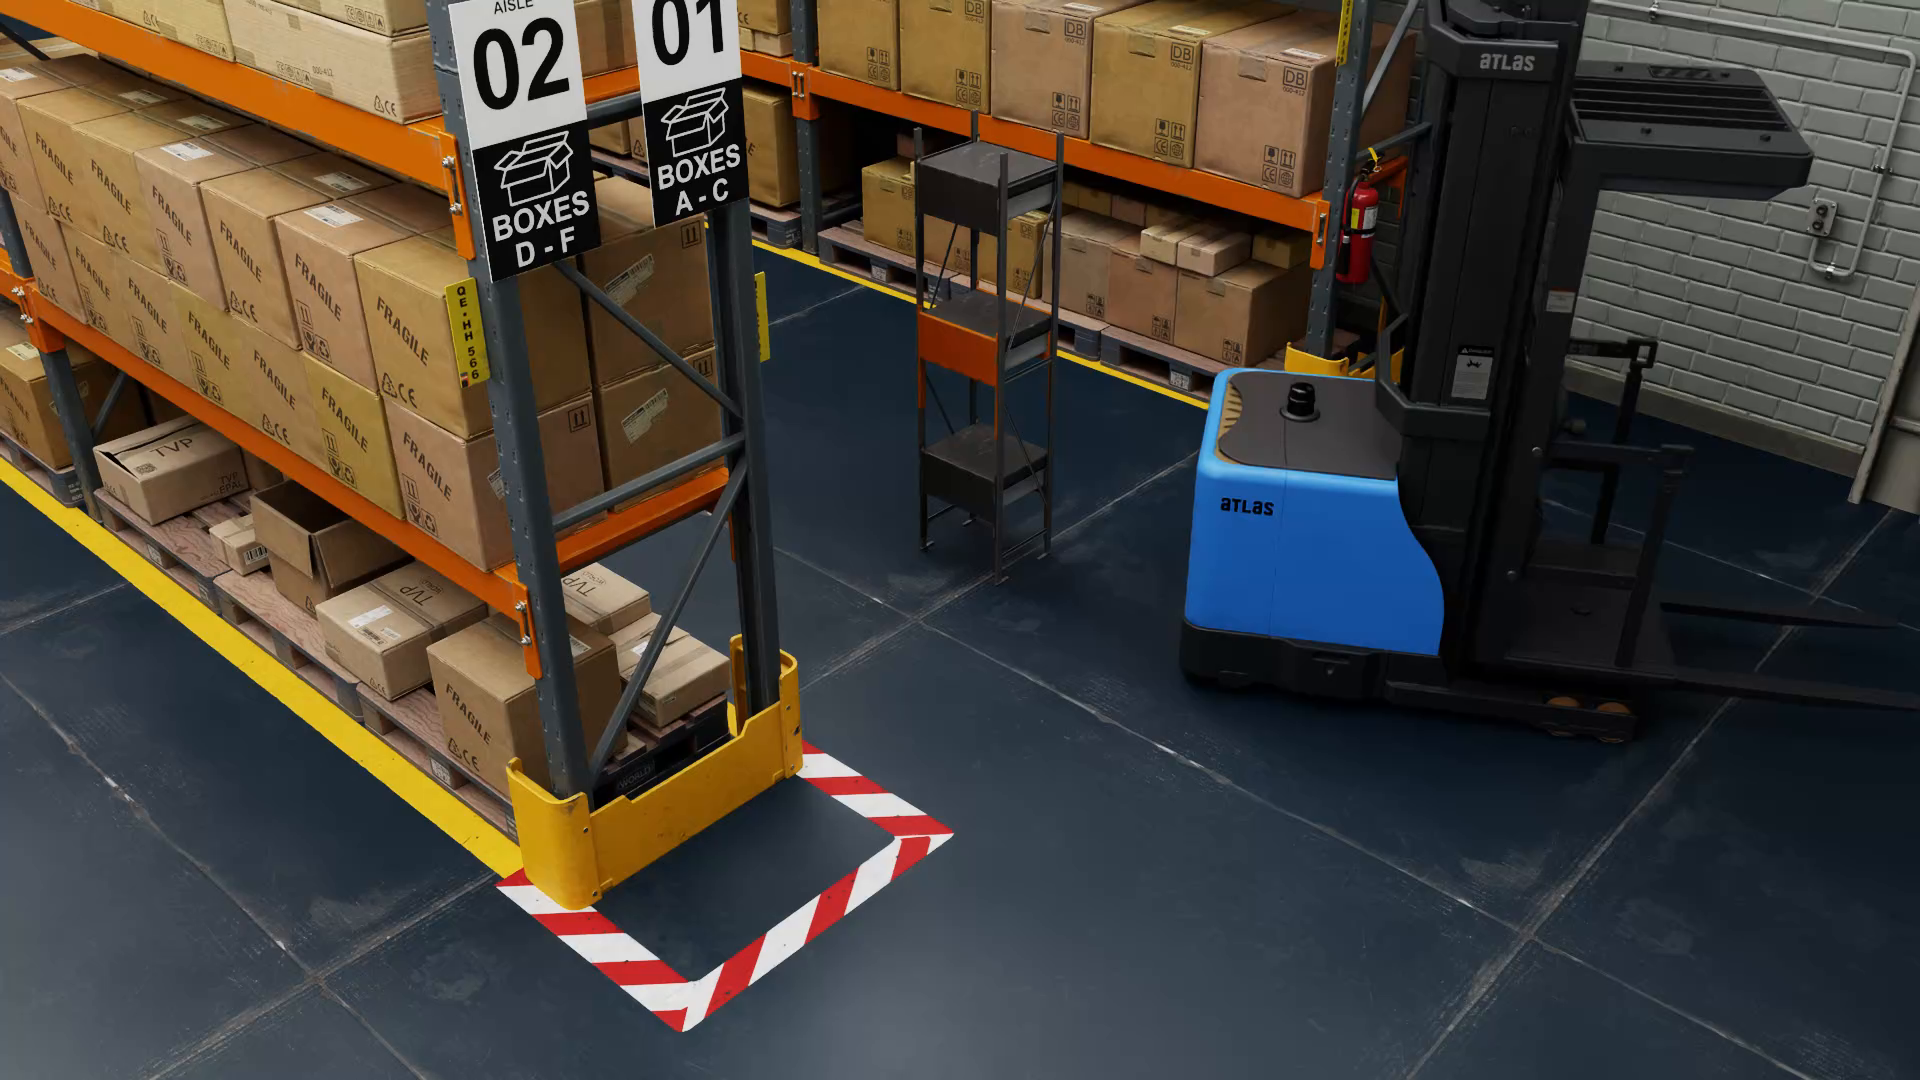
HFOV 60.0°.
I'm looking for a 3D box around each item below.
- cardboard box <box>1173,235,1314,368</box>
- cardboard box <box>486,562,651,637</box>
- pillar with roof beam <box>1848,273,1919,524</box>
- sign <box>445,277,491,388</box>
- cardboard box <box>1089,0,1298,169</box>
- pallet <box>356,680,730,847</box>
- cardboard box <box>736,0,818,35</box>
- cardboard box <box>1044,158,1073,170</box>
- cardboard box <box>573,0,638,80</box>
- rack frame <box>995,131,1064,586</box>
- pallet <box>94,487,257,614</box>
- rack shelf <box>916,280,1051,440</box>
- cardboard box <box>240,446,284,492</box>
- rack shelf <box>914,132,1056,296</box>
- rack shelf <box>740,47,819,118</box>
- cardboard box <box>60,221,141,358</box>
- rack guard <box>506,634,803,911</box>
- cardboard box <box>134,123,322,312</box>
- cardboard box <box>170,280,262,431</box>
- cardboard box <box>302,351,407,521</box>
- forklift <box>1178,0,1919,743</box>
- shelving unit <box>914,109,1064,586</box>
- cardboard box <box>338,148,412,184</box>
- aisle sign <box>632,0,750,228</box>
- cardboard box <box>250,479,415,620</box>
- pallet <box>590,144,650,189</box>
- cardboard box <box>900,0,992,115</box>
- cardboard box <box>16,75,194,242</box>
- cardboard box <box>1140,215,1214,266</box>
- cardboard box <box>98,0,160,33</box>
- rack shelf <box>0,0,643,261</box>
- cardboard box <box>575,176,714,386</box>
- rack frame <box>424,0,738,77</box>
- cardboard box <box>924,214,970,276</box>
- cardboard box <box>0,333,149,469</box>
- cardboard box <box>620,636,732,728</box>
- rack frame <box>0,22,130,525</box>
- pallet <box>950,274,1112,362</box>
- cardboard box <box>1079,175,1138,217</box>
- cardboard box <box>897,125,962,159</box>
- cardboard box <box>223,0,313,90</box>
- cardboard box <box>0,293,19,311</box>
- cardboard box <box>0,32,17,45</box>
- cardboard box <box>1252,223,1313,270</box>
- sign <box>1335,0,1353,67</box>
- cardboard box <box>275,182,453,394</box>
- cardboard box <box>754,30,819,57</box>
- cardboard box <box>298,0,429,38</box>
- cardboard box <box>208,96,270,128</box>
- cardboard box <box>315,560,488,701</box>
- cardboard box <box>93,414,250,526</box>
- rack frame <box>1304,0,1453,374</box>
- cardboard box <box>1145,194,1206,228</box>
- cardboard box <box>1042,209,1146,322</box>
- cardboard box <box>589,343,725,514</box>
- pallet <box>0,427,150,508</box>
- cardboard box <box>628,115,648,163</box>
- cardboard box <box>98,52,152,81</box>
[{"bbox_3d":[1.664,-1.395,9.675,0.500,0.500,0.700,25,39,35],"label":"cardboard box"},{"bbox_3d":[-1.655,0.334,7.027,0.500,0.250,0.500,25,39,35],"label":"cardboard box"},{"bbox_3d":[1.944,-2.402,3.515,0.400,9.000,9.100,25,39,35],"label":"pillar with roof beam"},{"bbox_3d":[-1.458,-0.612,4.929,0.005,0.325,0.100,25,39,35],"label":"sign"},{"bbox_3d":[1.318,-2.630,9.420,0.700,0.700,0.980,25,39,35],"label":"cardboard box"},{"bbox_3d":[-1.719,0.707,6.871,1.213,0.211,1.003,25,39,35],"label":"pallet"},{"bbox_3d":[-1.227,-3.708,11.097,0.500,0.500,0.500,24,39,34],"label":"cardboard box"},{"bbox_3d":[0.570,-2.321,10.584,0.250,0.149,0.380,25,39,36],"label":"cardboard box"},{"bbox_3d":[-1.281,-1.682,5.372,0.500,0.250,0.500,25,39,35],"label":"cardboard box"},{"bbox_3d":[0.304,-0.758,7.473,0.015,2.100,0.400,25,39,35],"label":"rack frame"},{"bbox_3d":[-3.528,-0.138,8.274,1.213,0.211,1.003,25,39,35],"label":"pallet"},{"bbox_3d":[0.123,-0.831,7.620,0.480,0.518,0.431,25,39,35],"label":"rack shelf"},{"bbox_3d":[-3.424,-0.599,8.334,0.500,0.500,0.500,25,39,35],"label":"cardboard box"},{"bbox_3d":[0.123,-1.430,7.259,0.480,0.518,0.431,25,39,35],"label":"rack shelf"},{"bbox_3d":[-2.198,-3.850,12.434,4.000,0.370,1.077,25,39,35],"label":"rack shelf"},{"bbox_3d":[-3.460,-1.157,7.166,0.500,0.500,0.500,26,40,36],"label":"cardboard box"},{"bbox_3d":[-1.127,0.859,6.339,0.348,0.500,1.175,25,39,35],"label":"rack guard"},{"bbox_3d":[-2.729,-1.236,6.328,0.500,0.500,0.500,26,40,36],"label":"cardboard box"},{"bbox_3d":[-2.713,-0.807,6.586,0.500,0.500,0.500,24,39,34],"label":"cardboard box"},{"bbox_3d":[-1.973,-0.458,6.005,0.500,0.500,0.500,25,39,35],"label":"cardboard box"},{"bbox_3d":[2.520,-0.718,6.602,3.031,2.935,1.130,6,32,11],"label":"forklift"},{"bbox_3d":[0.123,-0.842,7.613,0.503,2.100,0.431,25,39,35],"label":"shelving unit"},{"bbox_3d":[-1.983,-1.265,6.376,0.500,0.500,0.500,26,39,36],"label":"cardboard box"},{"bbox_3d":[-0.823,-1.388,5.127,0.004,0.787,0.394,25,39,35],"label":"aisle sign"},{"bbox_3d":[-2.640,-0.041,7.404,0.637,0.503,0.797,25,39,35],"label":"cardboard box"},{"bbox_3d":[-2.247,-2.932,12.915,1.213,0.211,1.003,25,39,35],"label":"pallet"},{"bbox_3d":[0.213,-3.146,10.276,0.700,0.700,0.980,24,38,34],"label":"cardboard box"},{"bbox_3d":[-3.493,-1.592,6.921,0.500,0.500,0.500,24,38,34],"label":"cardboard box"},{"bbox_3d":[1.257,-1.735,9.612,0.250,0.149,0.380,26,40,36],"label":"cardboard box"},{"bbox_3d":[-2.732,-2.008,5.915,0.500,0.250,0.500,25,39,35],"label":"cardboard box"},{"bbox_3d":[-2.554,-1.855,6.212,4.000,0.370,1.077,25,39,35],"label":"rack shelf"},{"bbox_3d":[-1.223,-0.912,5.790,0.500,0.500,0.500,26,40,36],"label":"cardboard box"},{"bbox_3d":[-1.071,-2.756,4.103,0.127,3.000,1.000,25,39,35],"label":"rack frame"},{"bbox_3d":[0.140,-2.102,10.849,0.500,0.500,0.700,25,39,35],"label":"cardboard box"},{"bbox_3d":[-4.595,-0.749,8.583,0.500,0.500,0.500,25,39,35],"label":"cardboard box"},{"bbox_3d":[-1.151,0.571,6.731,0.250,0.149,0.380,25,39,35],"label":"cardboard box"},{"bbox_3d":[-4.037,-1.570,7.950,0.127,3.000,1.000,25,39,35],"label":"rack frame"},{"bbox_3d":[0.705,-1.556,10.630,1.213,0.211,1.003,25,39,35],"label":"pallet"},{"bbox_3d":[0.950,-2.144,10.290,0.250,0.149,0.380,25,39,36],"label":"cardboard box"},{"bbox_3d":[-0.204,-2.681,11.182,0.250,0.149,0.380,25,39,35],"label":"cardboard box"},{"bbox_3d":[-1.992,-1.661,5.338,0.500,0.250,0.500,25,39,35],"label":"cardboard box"},{"bbox_3d":[-5.327,-1.097,9.161,0.500,0.500,0.500,26,39,36],"label":"cardboard box"},{"bbox_3d":[-5.388,-2.381,8.793,0.500,0.500,0.700,15,34,23],"label":"cardboard box"},{"bbox_3d":[1.891,-1.706,9.563,0.250,0.149,0.380,25,39,35],"label":"cardboard box"},{"bbox_3d":[1.876,-2.476,8.103,0.005,0.325,0.100,25,39,35],"label":"sign"},{"bbox_3d":[-1.961,-0.881,5.738,0.500,0.500,0.500,26,40,36],"label":"cardboard box"},{"bbox_3d":[-1.156,-3.376,11.173,0.250,0.149,0.380,25,39,36],"label":"cardboard box"},{"bbox_3d":[-1.623,-1.701,4.920,0.500,0.250,0.500,25,39,35],"label":"cardboard box"},{"bbox_3d":[-2.733,-1.615,6.958,0.500,0.500,0.500,25,39,35],"label":"cardboard box"},{"bbox_3d":[-2.324,0.369,6.968,0.500,0.250,0.500,25,39,35],"label":"cardboard box"},{"bbox_3d":[-3.871,-0.379,8.151,0.500,0.311,0.500,25,39,35],"label":"cardboard box"},{"bbox_3d":[2.250,-2.082,8.799,0.127,3.000,1.000,25,39,35],"label":"rack frame"},{"bbox_3d":[1.330,-1.967,9.997,0.250,0.149,0.380,25,39,35],"label":"cardboard box"},{"bbox_3d":[0.920,-1.742,10.251,0.500,0.500,0.700,24,38,34],"label":"cardboard box"},{"bbox_3d":[-1.223,-0.483,6.047,0.500,0.500,0.500,26,40,36],"label":"cardboard box"},{"bbox_3d":[-4.665,-0.643,9.113,1.213,0.211,1.003,25,39,35],"label":"pallet"},{"bbox_3d":[-1.946,-3.207,12.345,0.750,0.750,0.750,26,40,36],"label":"cardboard box"},{"bbox_3d":[-3.488,-1.966,7.540,0.500,0.500,0.500,25,39,35],"label":"cardboard box"}]
